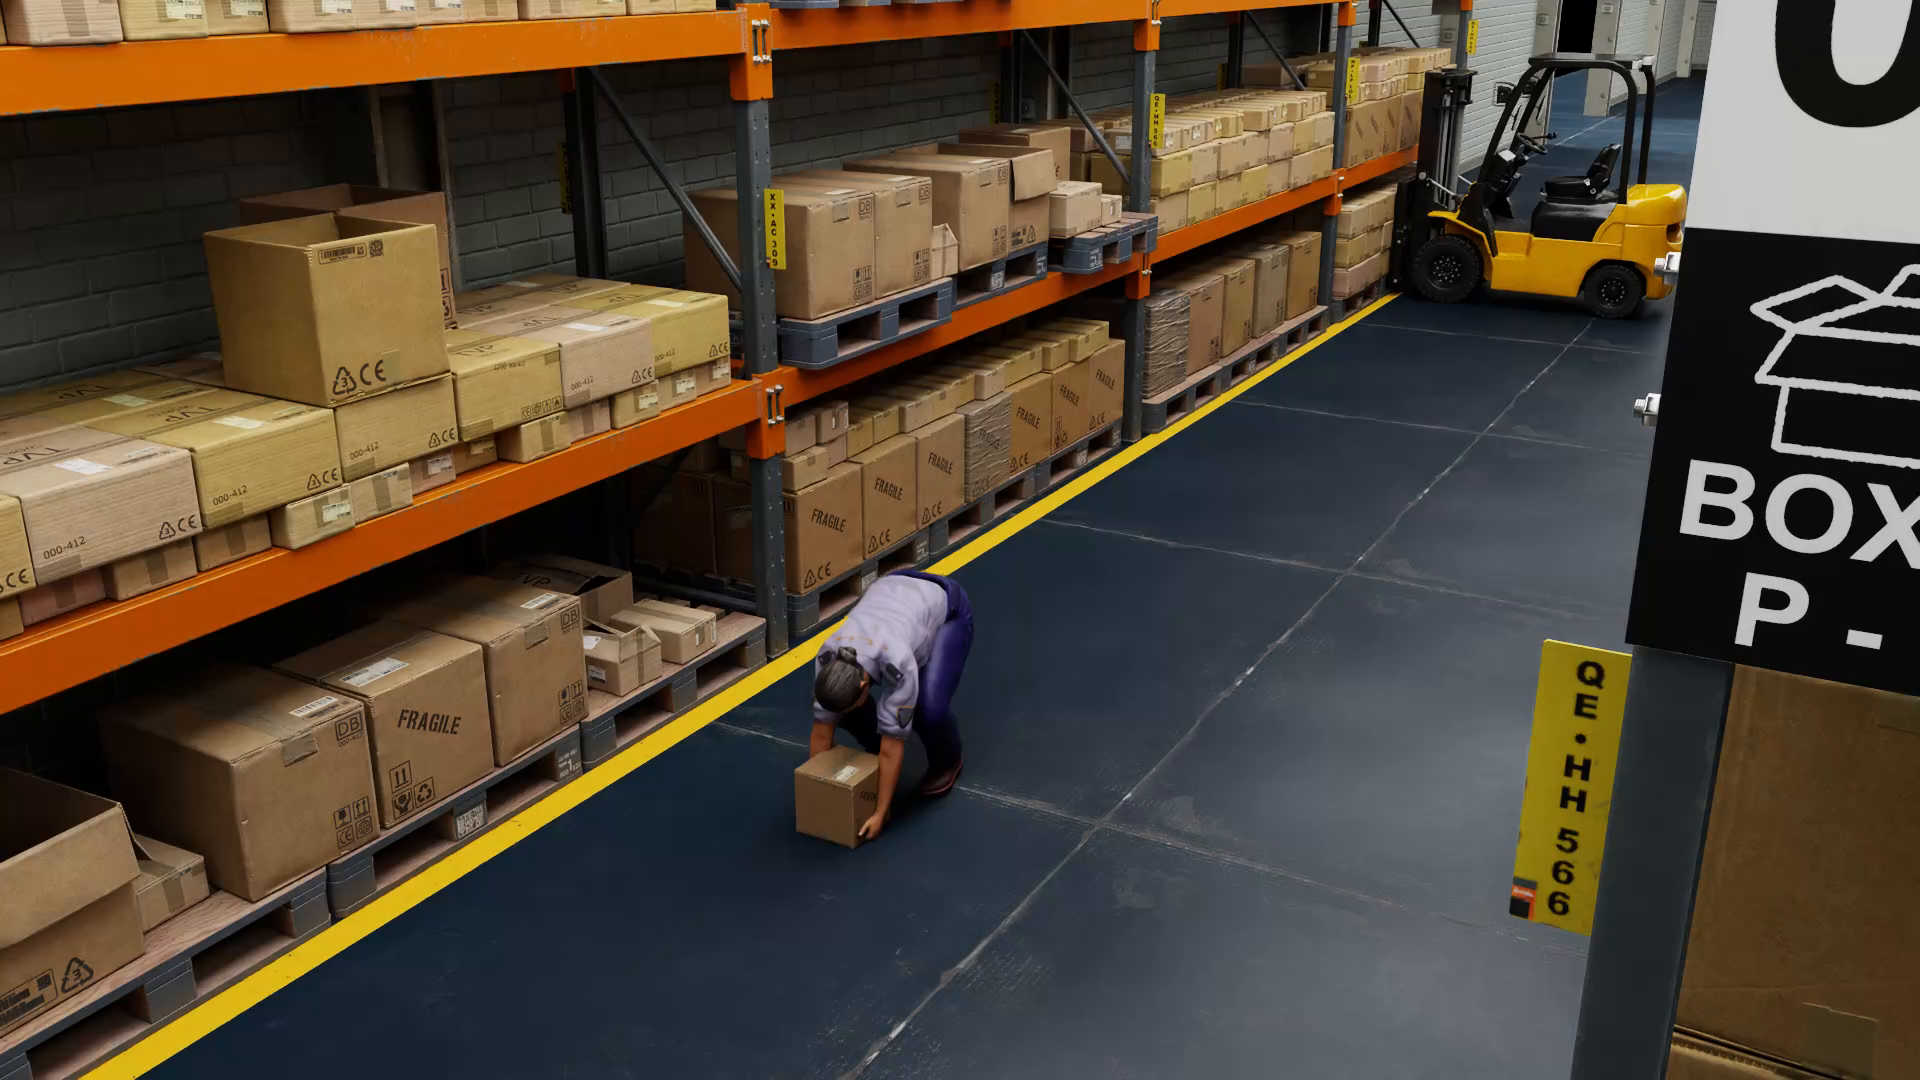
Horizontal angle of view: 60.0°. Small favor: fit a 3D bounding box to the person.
[{"bbox_3d":[-0.272,0.590,6.214,0.522,0.807,0.903,10,22,25],"label":"person"}]
